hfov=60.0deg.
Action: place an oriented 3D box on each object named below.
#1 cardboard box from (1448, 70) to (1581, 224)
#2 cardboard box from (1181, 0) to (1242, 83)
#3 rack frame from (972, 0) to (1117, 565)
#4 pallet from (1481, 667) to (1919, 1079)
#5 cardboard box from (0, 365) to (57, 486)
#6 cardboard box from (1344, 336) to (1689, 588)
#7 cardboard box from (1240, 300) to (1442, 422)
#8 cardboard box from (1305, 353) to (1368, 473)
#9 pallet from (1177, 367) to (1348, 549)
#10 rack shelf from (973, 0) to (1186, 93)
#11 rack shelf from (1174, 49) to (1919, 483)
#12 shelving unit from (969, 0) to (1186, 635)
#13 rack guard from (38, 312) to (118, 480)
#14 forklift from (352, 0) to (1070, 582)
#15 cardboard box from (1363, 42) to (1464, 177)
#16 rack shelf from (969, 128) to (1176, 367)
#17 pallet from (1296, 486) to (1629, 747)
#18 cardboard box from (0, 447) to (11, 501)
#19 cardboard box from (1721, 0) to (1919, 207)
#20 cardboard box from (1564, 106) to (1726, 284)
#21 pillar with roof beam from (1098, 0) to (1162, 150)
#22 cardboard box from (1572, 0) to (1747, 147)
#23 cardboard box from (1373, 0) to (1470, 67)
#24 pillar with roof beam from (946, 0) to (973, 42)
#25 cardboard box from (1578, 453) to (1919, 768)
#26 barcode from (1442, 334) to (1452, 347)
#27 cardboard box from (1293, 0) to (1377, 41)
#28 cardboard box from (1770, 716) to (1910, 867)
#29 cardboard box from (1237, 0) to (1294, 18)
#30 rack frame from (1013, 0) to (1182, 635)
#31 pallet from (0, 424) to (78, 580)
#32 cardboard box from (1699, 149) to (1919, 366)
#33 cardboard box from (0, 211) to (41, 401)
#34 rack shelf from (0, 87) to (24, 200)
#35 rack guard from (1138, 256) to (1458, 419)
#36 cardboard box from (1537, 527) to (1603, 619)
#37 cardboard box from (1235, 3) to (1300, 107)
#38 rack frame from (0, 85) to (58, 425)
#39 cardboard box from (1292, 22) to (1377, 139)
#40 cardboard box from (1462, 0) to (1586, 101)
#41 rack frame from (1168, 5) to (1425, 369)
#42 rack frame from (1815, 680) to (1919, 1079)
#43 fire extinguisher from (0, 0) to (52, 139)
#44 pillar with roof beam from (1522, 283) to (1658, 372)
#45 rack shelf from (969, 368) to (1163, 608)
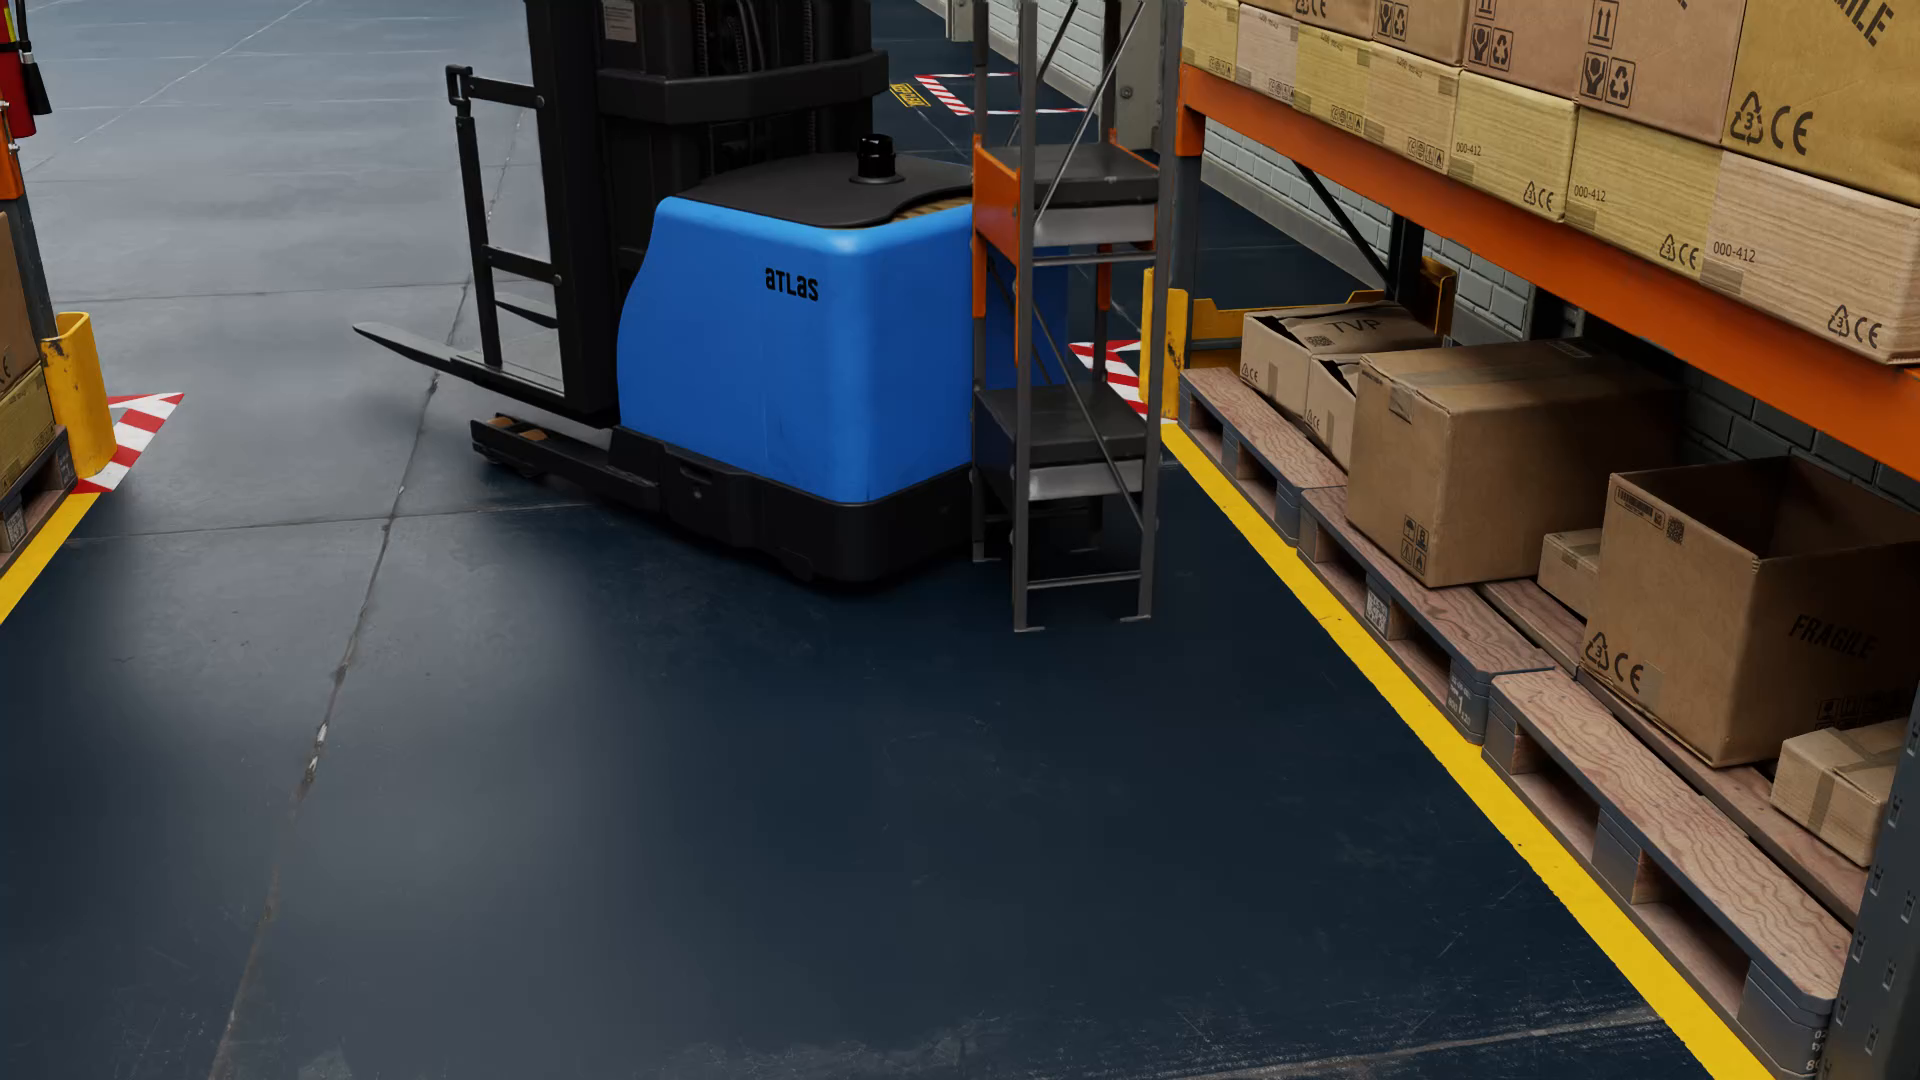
[{"bbox_3d":[1.446,-0.893,3.710,0.500,0.250,0.500,-4,24,-10],"label":"cardboard box"},{"bbox_3d":[1.063,-1.694,5.543,0.500,0.250,0.500,-5,24,-11],"label":"cardboard box"},{"bbox_3d":[0.234,-0.908,4.706,0.400,2.100,0.015,-5,24,-12],"label":"rack frame"},{"bbox_3d":[1.865,0.621,3.565,1.003,0.211,1.213,-4,24,-10],"label":"pallet"},{"bbox_3d":[-3.194,-0.344,5.201,0.500,0.250,0.500,-4,24,-10],"label":"cardboard box"},{"bbox_3d":[1.516,-0.230,4.602,0.700,0.500,0.500,-6,24,-13],"label":"cardboard box"},{"bbox_3d":[1.324,-0.660,5.822,0.500,0.311,0.500,-7,25,-16],"label":"cardboard box"},{"bbox_3d":[1.429,-0.435,5.309,0.500,0.311,0.500,-2,24,-5],"label":"cardboard box"},{"bbox_3d":[1.414,-0.339,5.763,1.003,0.211,1.213,-4,24,-10],"label":"pallet"},{"bbox_3d":[0.290,-1.442,4.213,0.431,0.518,0.480,-5,24,-12],"label":"rack shelf"},{"bbox_3d":[1.654,-0.853,4.353,1.077,0.370,4.000,-4,24,-10],"label":"rack shelf"},{"bbox_3d":[0.290,-0.813,4.488,0.431,2.100,0.503,-5,24,-12],"label":"shelving unit"},{"bbox_3d":[-3.588,-0.465,5.690,1.175,0.500,0.348,-4,24,-10],"label":"rack guard"},{"bbox_3d":[-1.082,-1.696,5.472,3.031,2.935,1.130,20,30,37],"label":"forklift"},{"bbox_3d":[1.352,-1.091,4.163,0.500,0.250,0.500,-4,24,-9],"label":"cardboard box"},{"bbox_3d":[0.290,-0.800,4.493,0.431,0.518,0.480,-5,24,-12],"label":"rack shelf"},{"bbox_3d":[1.636,0.140,4.666,1.003,0.211,1.213,-4,24,-10],"label":"pallet"},{"bbox_3d":[-3.089,-0.148,4.753,0.500,0.250,0.500,-4,24,-10],"label":"cardboard box"},{"bbox_3d":[1.633,-0.843,2.657,0.500,0.500,0.500,-4,24,-10],"label":"cardboard box"},{"bbox_3d":[1.555,-0.697,3.260,0.500,0.250,0.500,-4,24,-10],"label":"cardboard box"},{"bbox_3d":[-3.076,-6.548,9.000,9.100,9.000,0.400,-4,24,-10],"label":"pillar with roof beam"},{"bbox_3d":[1.535,-1.039,3.106,0.500,0.500,0.500,-4,24,-10],"label":"cardboard box"},{"bbox_3d":[1.355,-1.442,4.030,0.500,0.500,0.500,-4,24,-8],"label":"cardboard box"},{"bbox_3d":[-4.186,-8.908,14.404,9.100,9.000,0.400,-4,24,-10],"label":"pillar with roof beam"},{"bbox_3d":[1.793,0.143,3.748,0.500,0.500,0.500,-6,24,-14],"label":"cardboard box"},{"bbox_3d":[1.720,-0.686,5.872,0.001,0.075,0.075,-4,24,-10],"label":"barcode"},{"bbox_3d":[1.248,-1.644,4.492,0.500,0.500,0.500,-5,24,-11],"label":"cardboard box"},{"bbox_3d":[1.896,0.493,3.364,0.380,0.166,0.250,-8,25,-17],"label":"cardboard box"},{"bbox_3d":[1.159,-1.848,4.959,0.500,0.500,0.500,-4,24,-10],"label":"cardboard box"},{"bbox_3d":[0.345,-0.718,4.270,0.400,2.100,0.015,-5,24,-12],"label":"rack frame"},{"bbox_3d":[-3.401,-0.025,5.044,1.003,0.211,1.213,-4,24,-10],"label":"pallet"},{"bbox_3d":[1.639,-0.500,2.809,0.500,0.250,0.500,-4,24,-10],"label":"cardboard box"},{"bbox_3d":[-3.192,-0.688,5.051,0.500,0.500,0.500,-4,24,-10],"label":"cardboard box"},{"bbox_3d":[-3.213,-0.485,3.511,1.077,0.370,4.000,-4,24,-10],"label":"rack shelf"},{"bbox_3d":[1.298,-0.794,6.442,1.175,0.500,0.348,-4,24,-10],"label":"rack guard"},{"bbox_3d":[1.748,0.079,4.335,0.380,0.149,0.250,-6,24,-14],"label":"cardboard box"},{"bbox_3d":[1.173,-1.491,5.078,0.500,0.250,0.500,-5,24,-11],"label":"cardboard box"},{"bbox_3d":[-3.583,-1.601,5.168,1.000,3.000,0.127,-4,24,-10],"label":"rack frame"},{"bbox_3d":[1.261,-1.290,4.618,0.500,0.250,0.500,-5,24,-11],"label":"cardboard box"},{"bbox_3d":[1.452,-1.238,3.561,0.500,0.500,0.500,-5,24,-11],"label":"cardboard box"},{"bbox_3d":[1.284,-1.969,6.011,1.000,3.000,0.127,-4,24,-10],"label":"rack frame"},{"bbox_3d":[2.021,-0.395,2.408,0.949,2.616,0.053,-4,24,-10],"label":"rack frame"},{"bbox_3d":[-3.149,-1.646,5.368,0.296,0.674,0.183,-4,24,-10],"label":"fire extinguisher"},{"bbox_3d":[-1.967,-4.188,3.597,9.100,9.000,0.400,-4,24,-10],"label":"pillar with roof beam"},{"bbox_3d":[0.290,-0.159,4.774,0.431,0.518,0.480,-5,24,-12],"label":"rack shelf"}]
